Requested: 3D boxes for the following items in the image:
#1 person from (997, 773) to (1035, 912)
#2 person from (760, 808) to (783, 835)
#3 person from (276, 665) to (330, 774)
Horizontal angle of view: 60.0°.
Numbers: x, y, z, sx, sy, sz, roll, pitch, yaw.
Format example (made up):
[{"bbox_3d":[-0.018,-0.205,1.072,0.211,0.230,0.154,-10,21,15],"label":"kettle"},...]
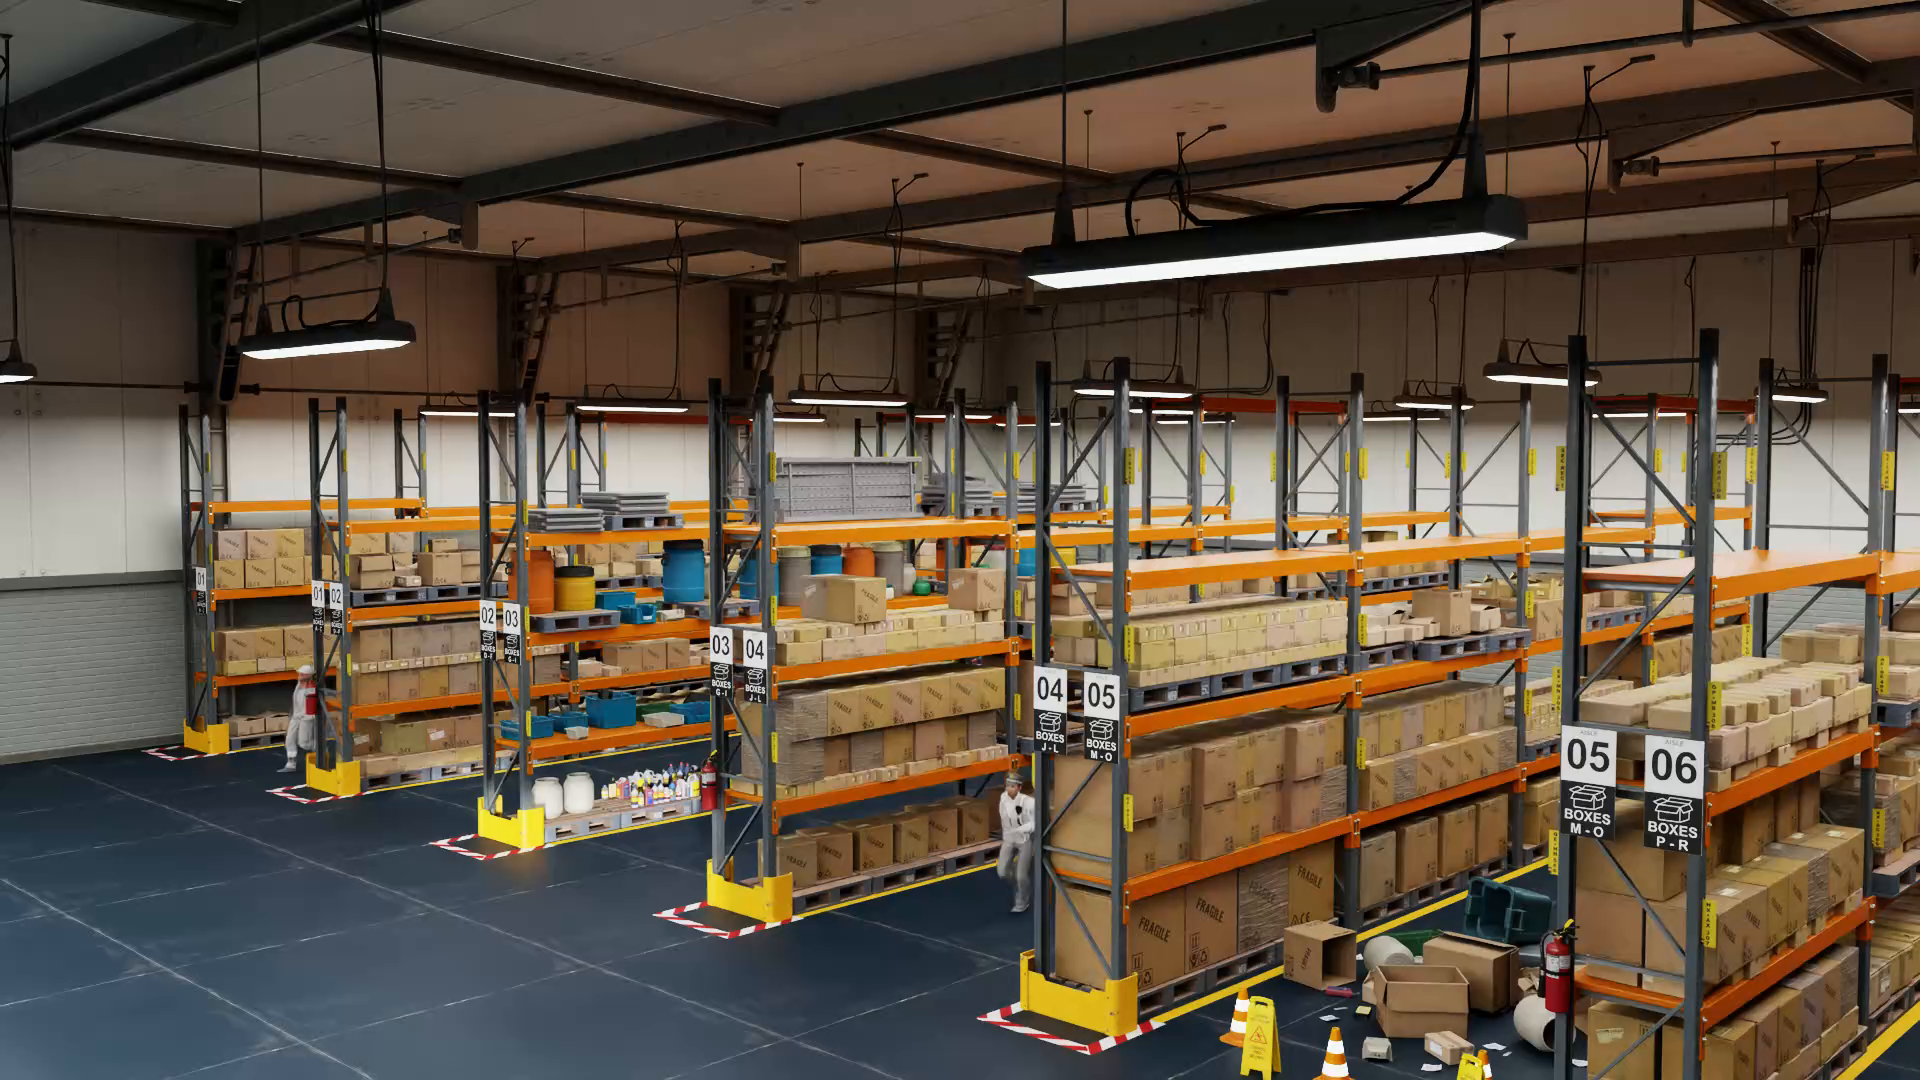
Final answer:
[{"bbox_3d":[0.620,3.364,18.502,0.566,1.624,0.649,1,3,26],"label":"person"},{"bbox_3d":[-2.588,3.117,22.197,0.677,1.730,0.665,1,3,14],"label":"person"},{"bbox_3d":[-10.534,2.882,26.840,0.708,1.749,0.801,2,4,39],"label":"person"}]
